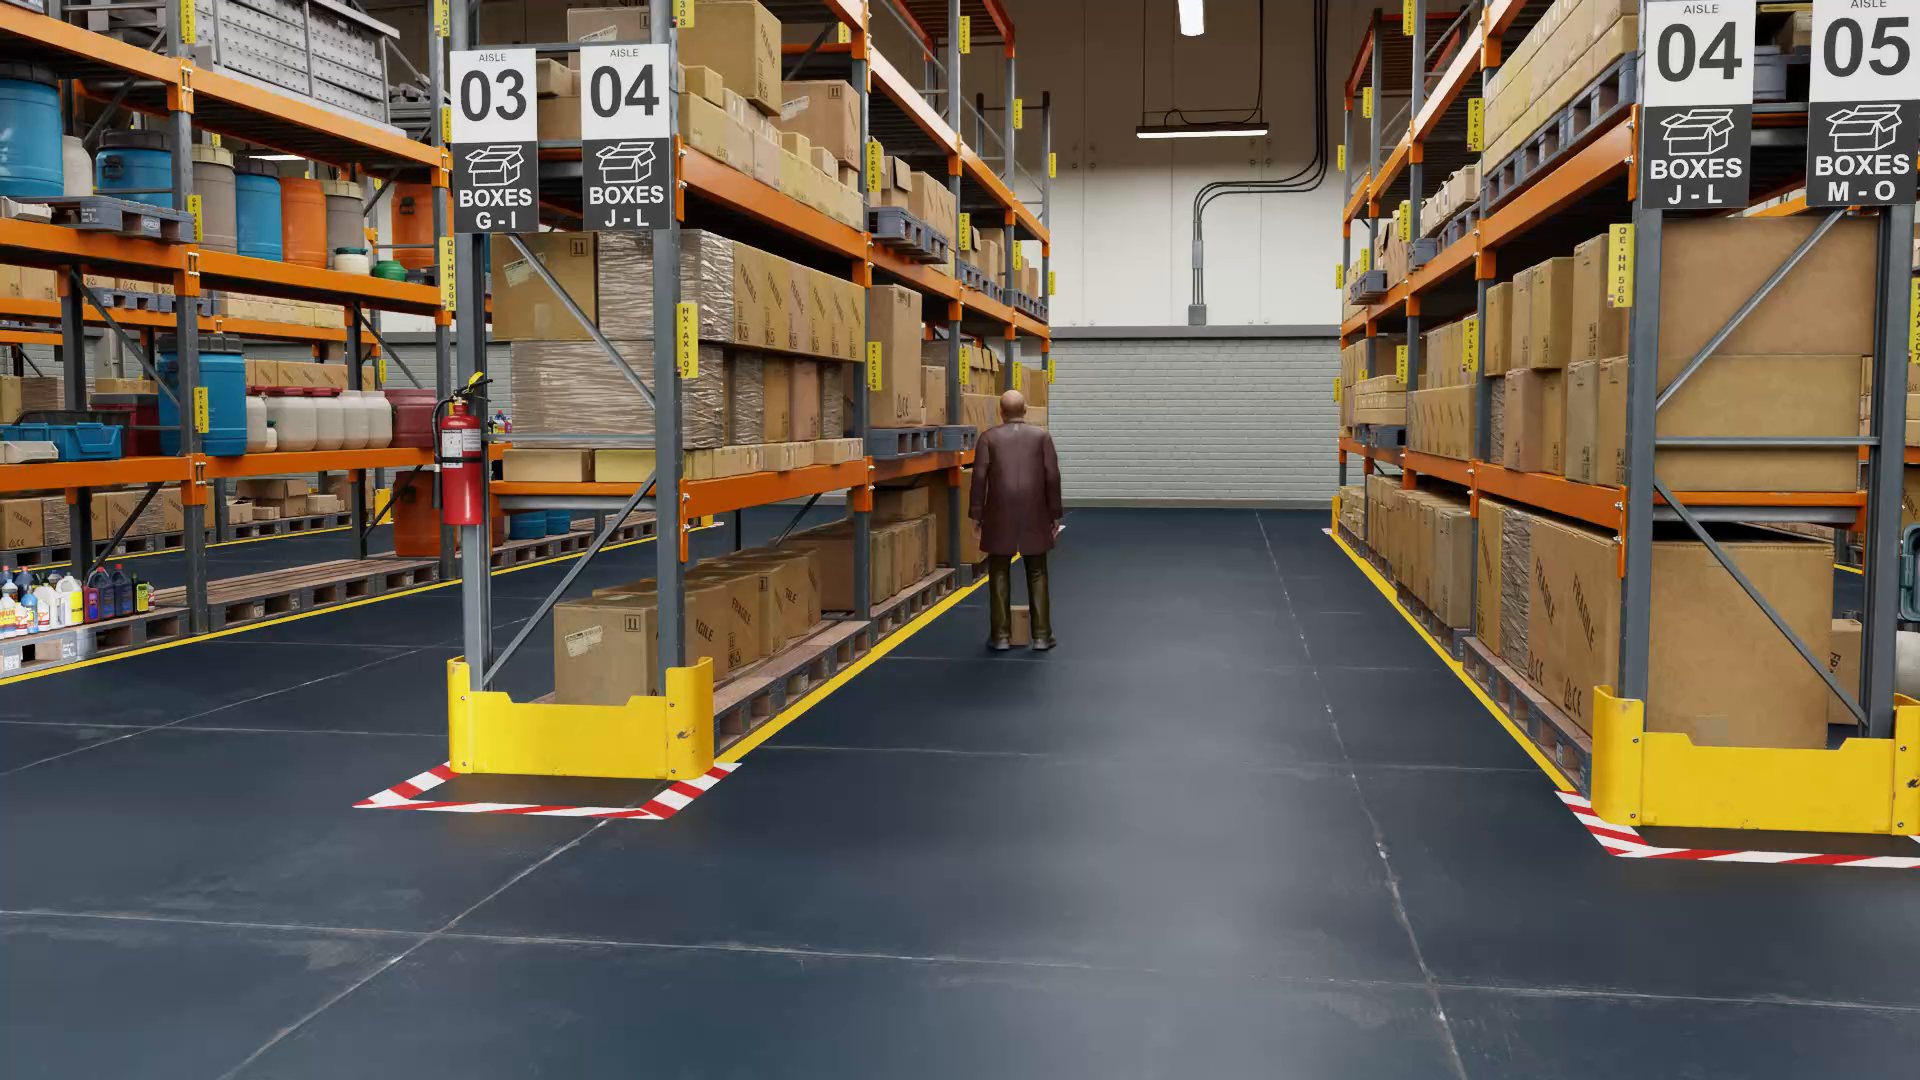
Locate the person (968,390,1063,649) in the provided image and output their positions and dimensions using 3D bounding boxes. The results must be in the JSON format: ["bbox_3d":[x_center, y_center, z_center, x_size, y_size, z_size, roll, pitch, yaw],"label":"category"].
[{"bbox_3d":[0.383,-0.140,11.427,0.654,1.774,0.419,0,4,-2],"label":"person"}]
